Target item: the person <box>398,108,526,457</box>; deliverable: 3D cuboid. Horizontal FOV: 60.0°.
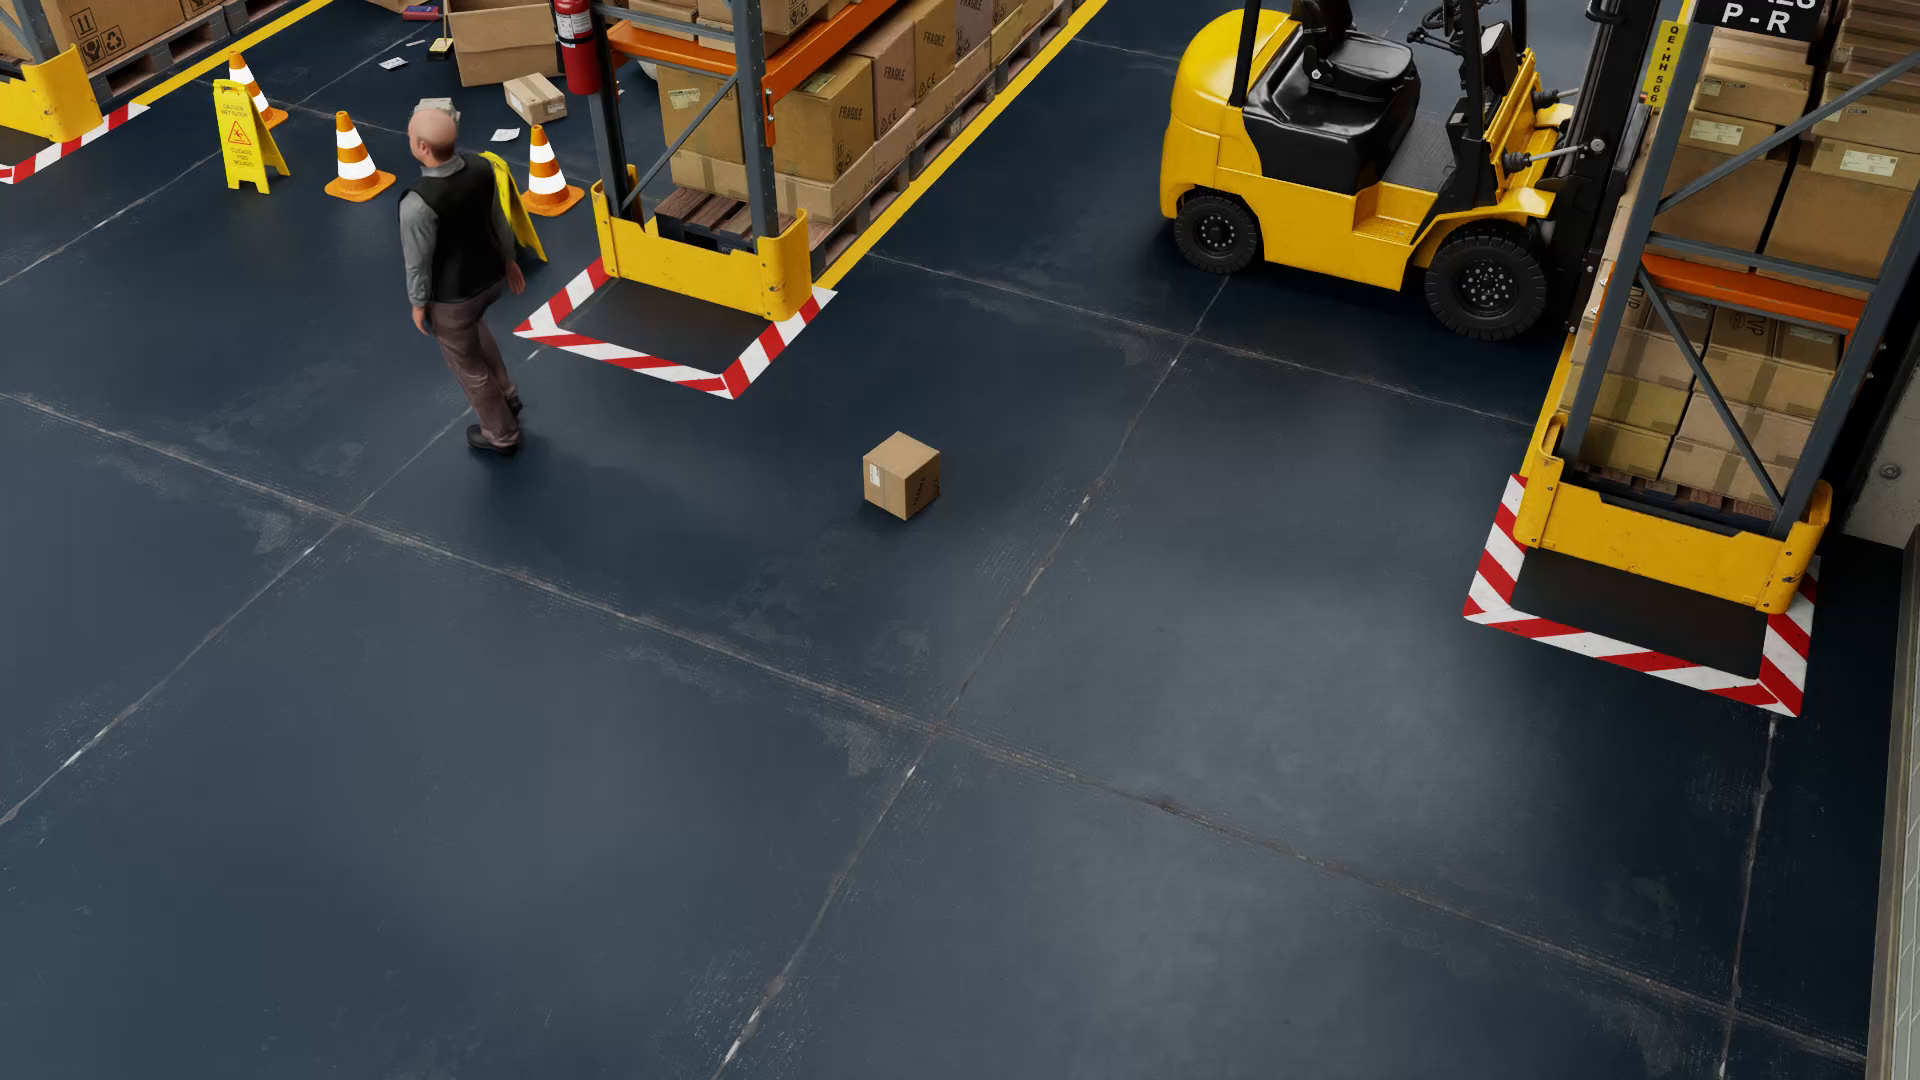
[{"bbox_3d":[-2.266,-1.131,7.437,0.476,1.754,0.564,20,45,21],"label":"person"}]
